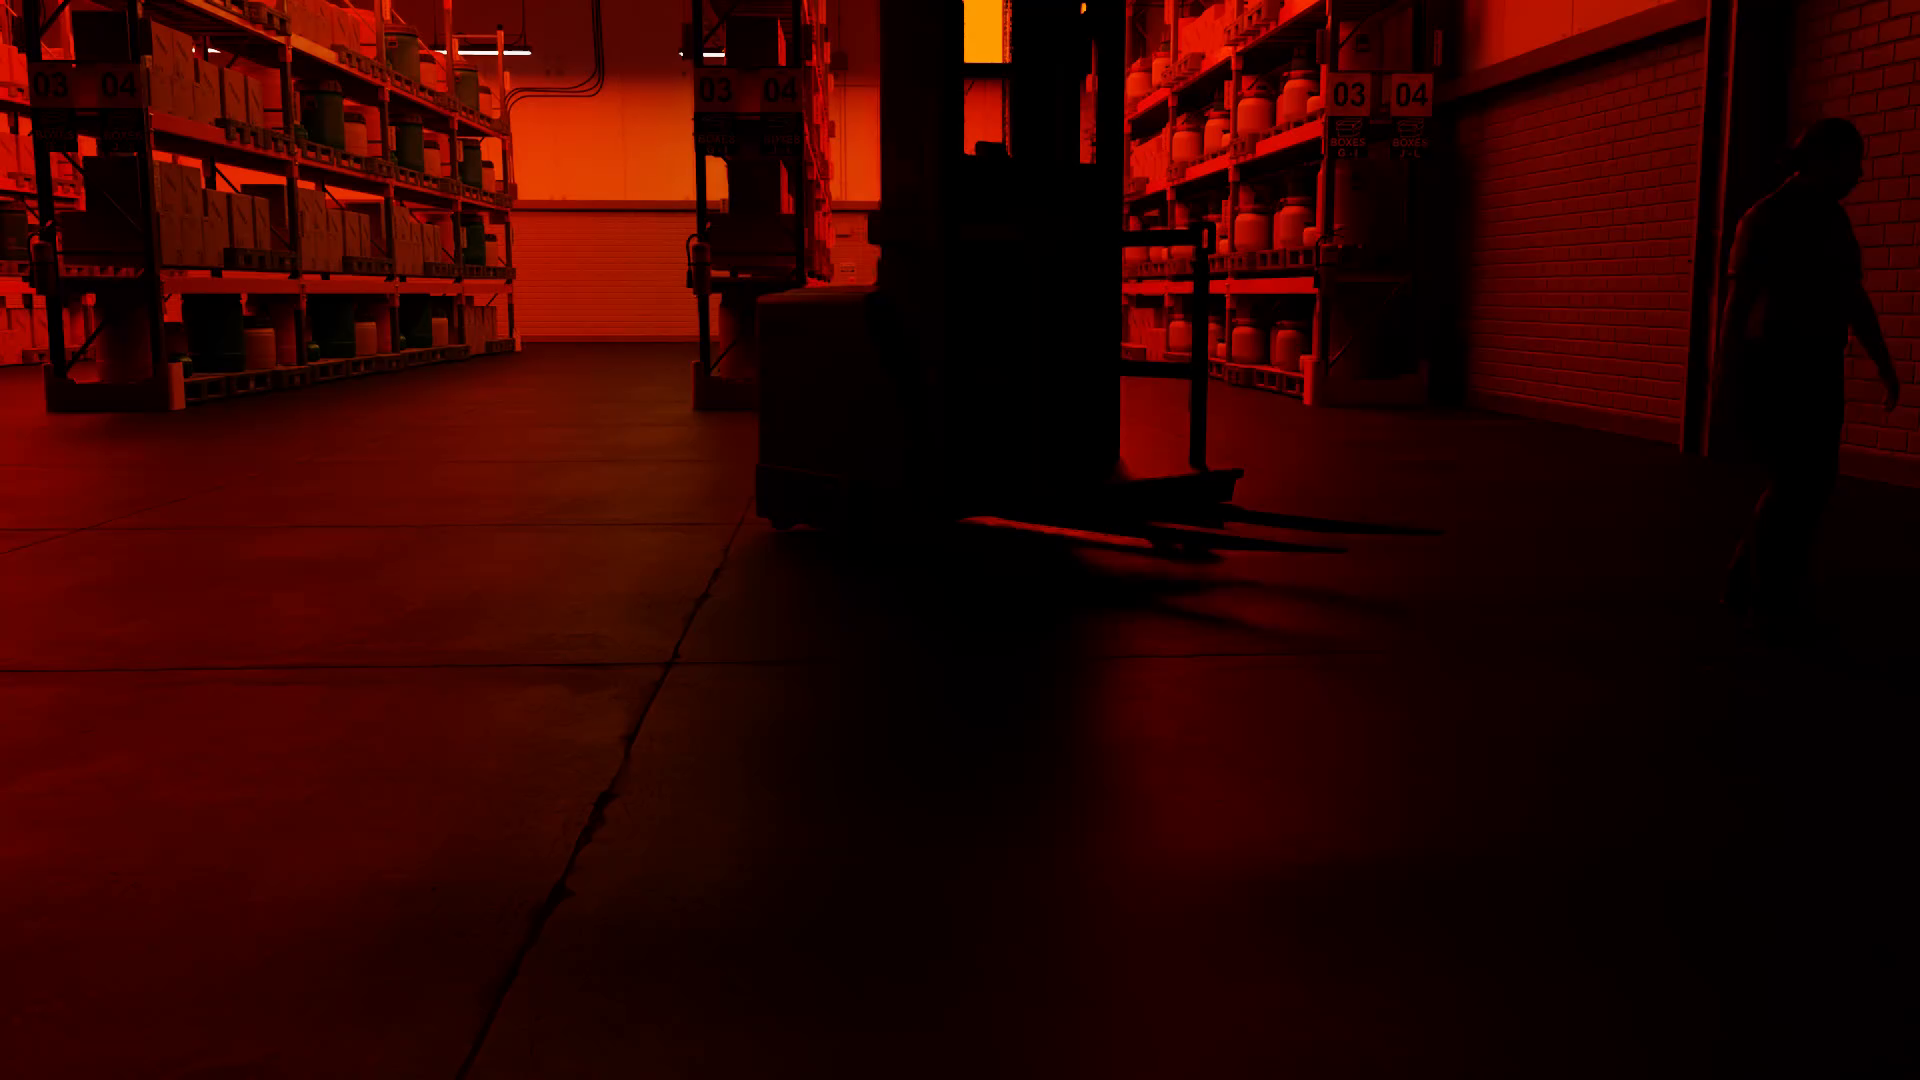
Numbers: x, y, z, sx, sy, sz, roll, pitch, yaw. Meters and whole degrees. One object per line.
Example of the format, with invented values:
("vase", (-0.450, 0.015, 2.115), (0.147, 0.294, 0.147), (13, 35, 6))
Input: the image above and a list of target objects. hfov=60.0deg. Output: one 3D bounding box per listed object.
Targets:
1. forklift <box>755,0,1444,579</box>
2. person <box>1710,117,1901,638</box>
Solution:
("forklift", (0.455, -1.385, 6.656), (1.130, 2.935, 3.031), (-8, 12, -43))
("person", (2.687, -0.514, 5.325), (0.608, 1.608, 0.574), (-5, 10, -33))
